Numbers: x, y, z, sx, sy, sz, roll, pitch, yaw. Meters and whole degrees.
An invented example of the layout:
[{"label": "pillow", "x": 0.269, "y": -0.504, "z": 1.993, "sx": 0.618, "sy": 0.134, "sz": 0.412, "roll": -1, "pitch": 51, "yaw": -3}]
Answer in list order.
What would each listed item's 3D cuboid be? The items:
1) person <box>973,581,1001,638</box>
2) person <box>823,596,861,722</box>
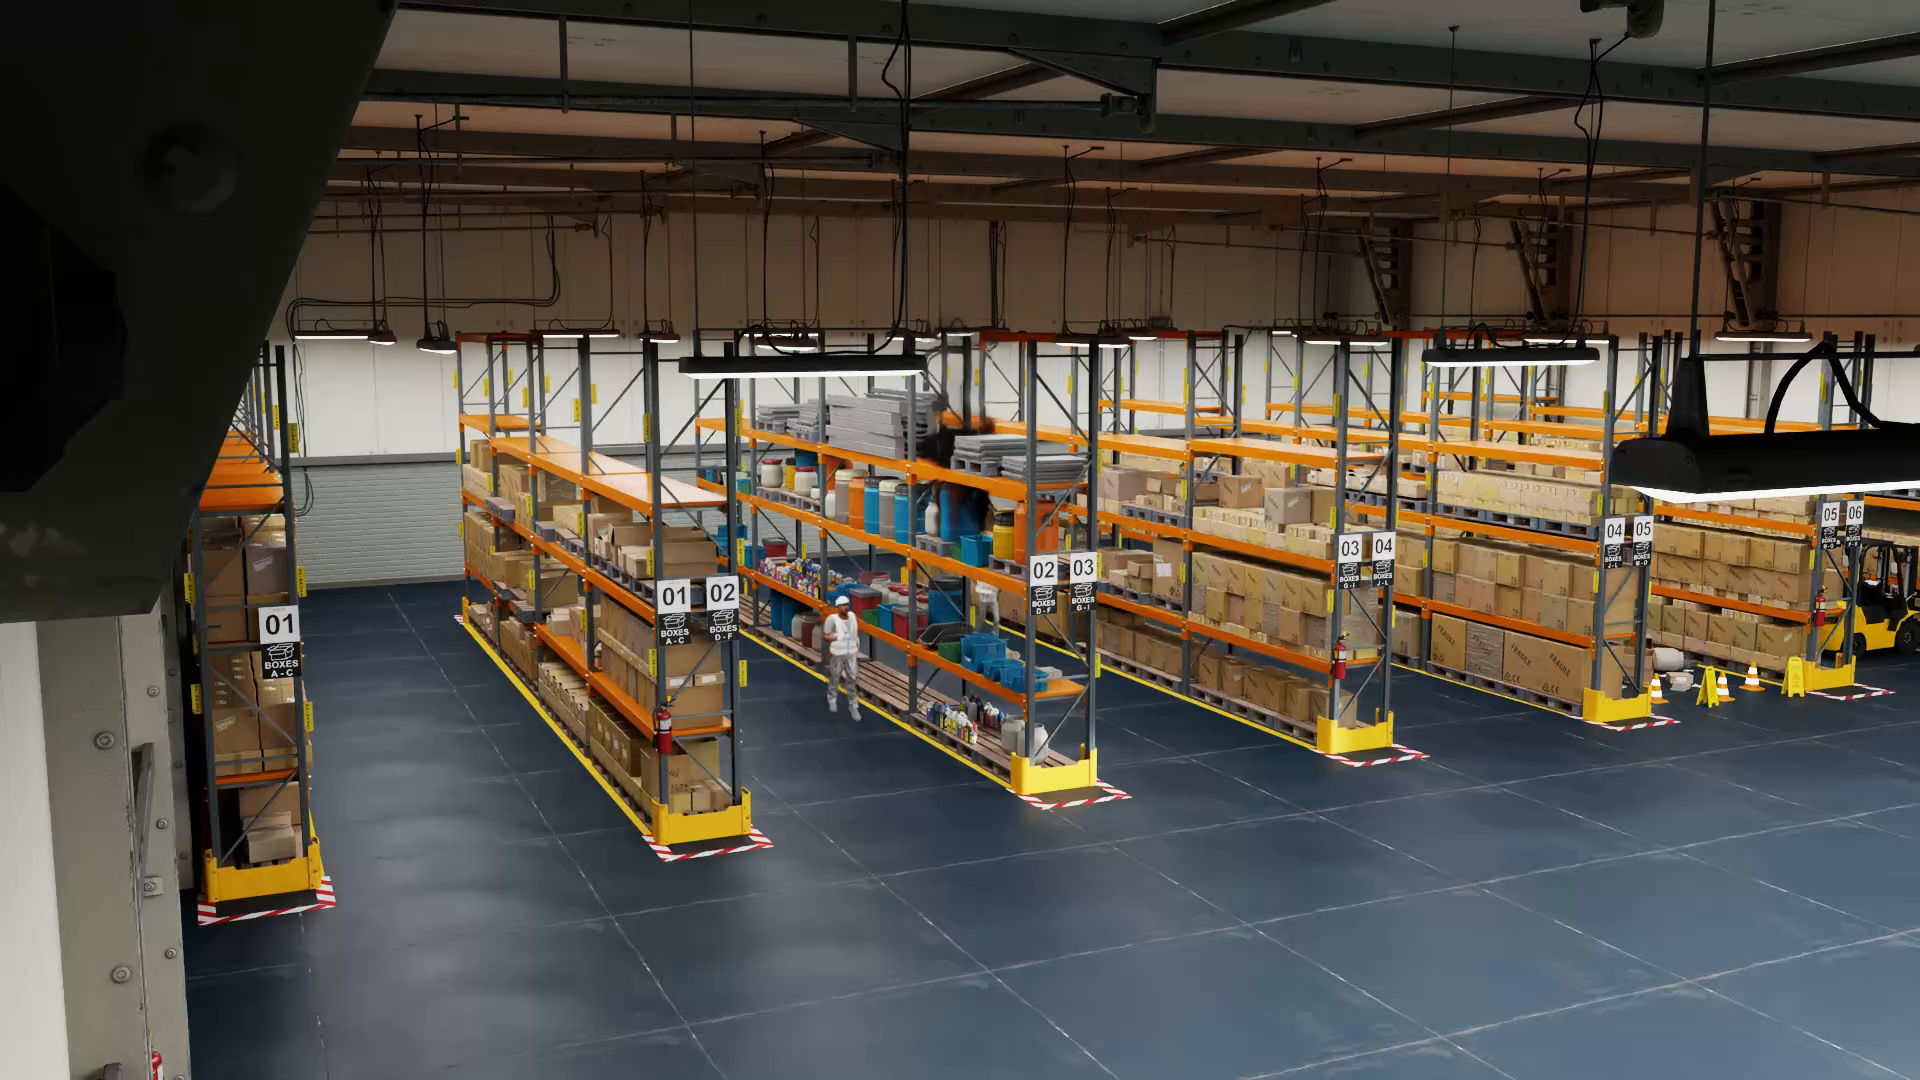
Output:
[{"label": "person", "x": 0.520, "y": 1.203, "z": 31.847, "sx": 0.562, "sy": 1.719, "sz": 0.857, "roll": -4, "pitch": 9, "yaw": -26}, {"label": "person", "x": -1.770, "y": 1.777, "z": 25.180, "sx": 0.704, "sy": 1.892, "sz": 0.761, "roll": -4, "pitch": 9, "yaw": -29}]
